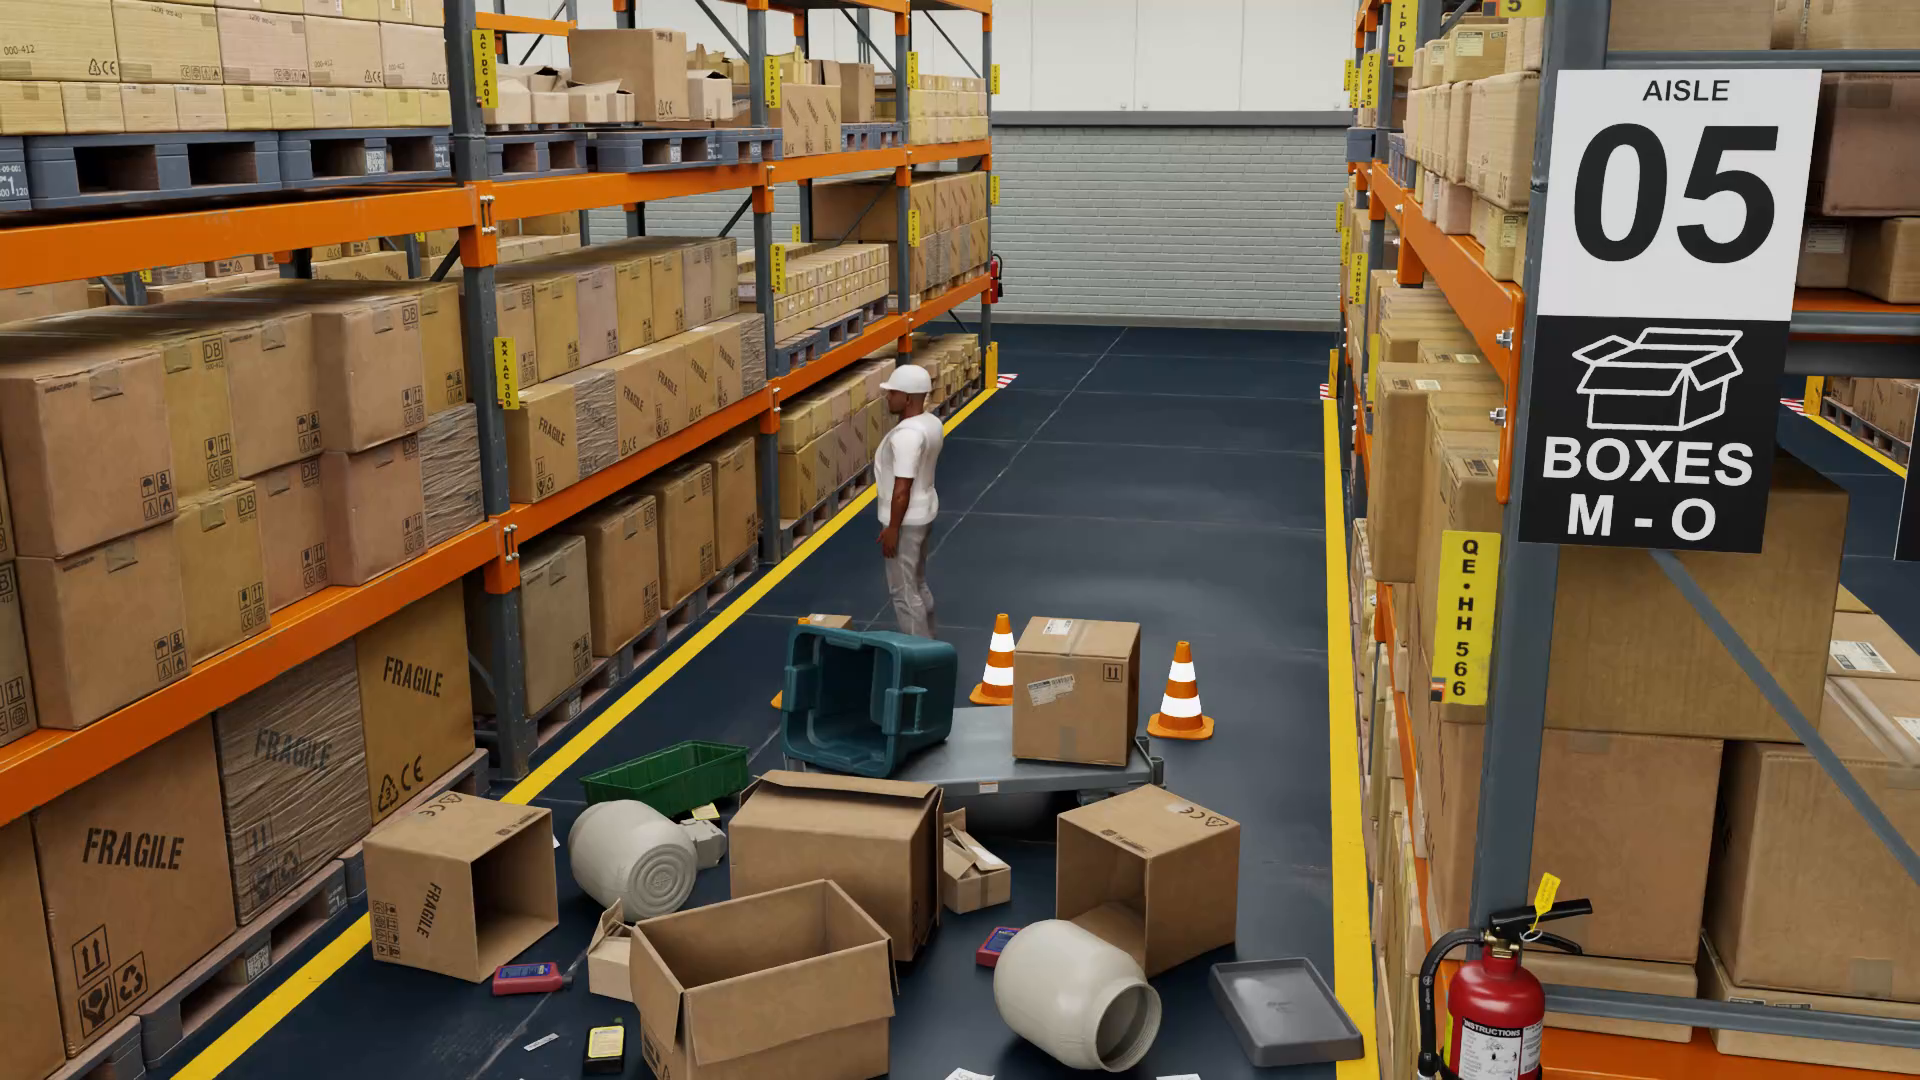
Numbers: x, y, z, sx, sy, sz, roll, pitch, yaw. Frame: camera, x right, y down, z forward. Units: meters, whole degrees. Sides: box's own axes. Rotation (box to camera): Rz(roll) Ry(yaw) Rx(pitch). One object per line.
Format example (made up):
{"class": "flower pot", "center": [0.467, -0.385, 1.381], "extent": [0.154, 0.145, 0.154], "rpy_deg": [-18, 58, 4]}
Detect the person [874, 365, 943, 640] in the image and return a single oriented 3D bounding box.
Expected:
{"class": "person", "center": [-0.300, -0.104, 9.398], "extent": [0.350, 1.777, 0.563], "rpy_deg": [3, 15, 13]}
